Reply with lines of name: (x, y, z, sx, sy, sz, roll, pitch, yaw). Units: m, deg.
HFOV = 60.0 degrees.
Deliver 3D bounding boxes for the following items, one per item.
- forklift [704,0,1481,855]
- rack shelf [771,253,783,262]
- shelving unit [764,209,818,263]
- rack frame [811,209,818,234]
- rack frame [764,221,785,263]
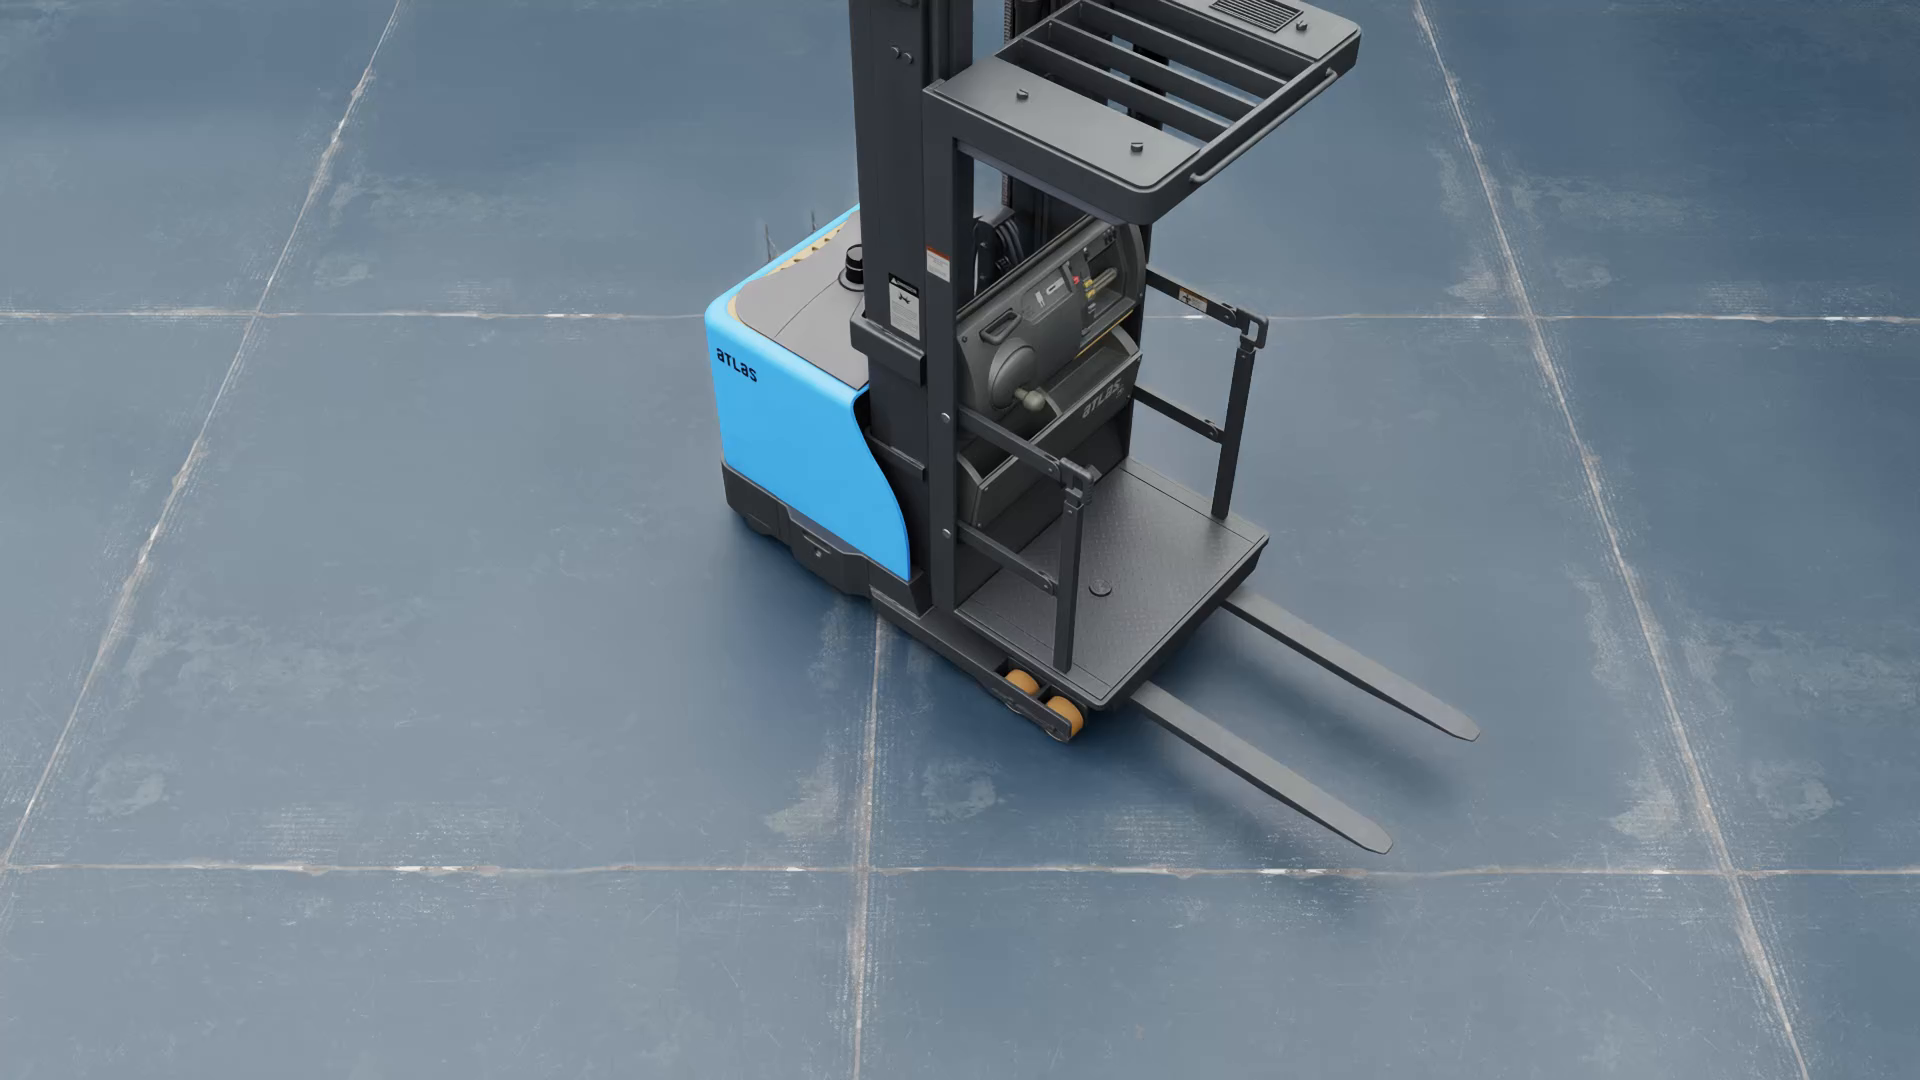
forklift: (0.480, -0.700, 5.480, 3.031, 2.935, 1.130, 32, 55, 26)
rack shelf: (-0.656, -1.112, 6.925, 0.200, 0.077, 0.258, -19, 50, -16)
shelving unit: (-0.656, -0.952, 7.100, 0.210, 0.900, 0.258, -19, 50, -16)
rack frame: (-0.564, -0.983, 7.129, 0.006, 0.900, 0.240, -19, 50, -16)
rack frame: (-0.748, -0.920, 7.071, 0.006, 0.900, 0.240, -19, 50, -16)
